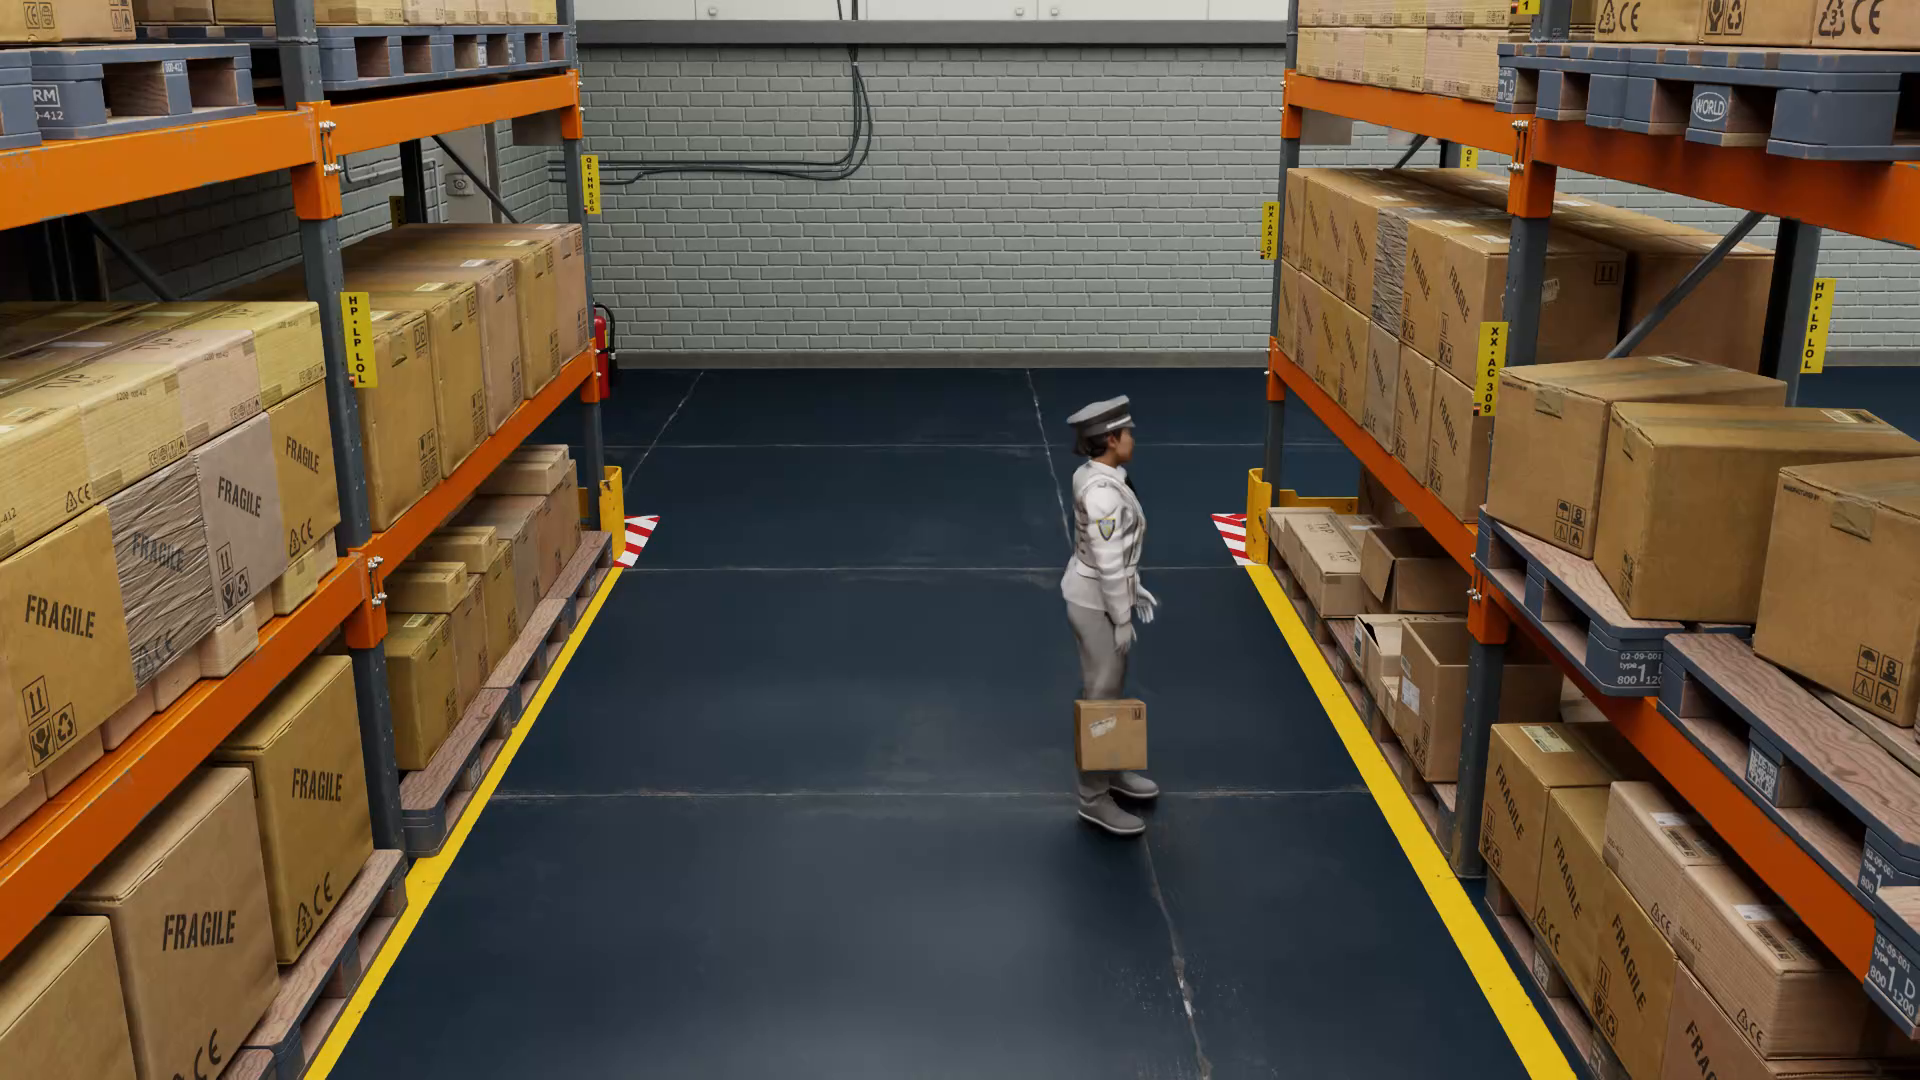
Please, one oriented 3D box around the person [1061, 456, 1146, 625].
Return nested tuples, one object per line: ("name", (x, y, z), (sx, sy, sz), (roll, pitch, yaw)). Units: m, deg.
("person", (0.560, -0.023, 6.466), (0.324, 0.602, 0.501), (0, 17, 1))
